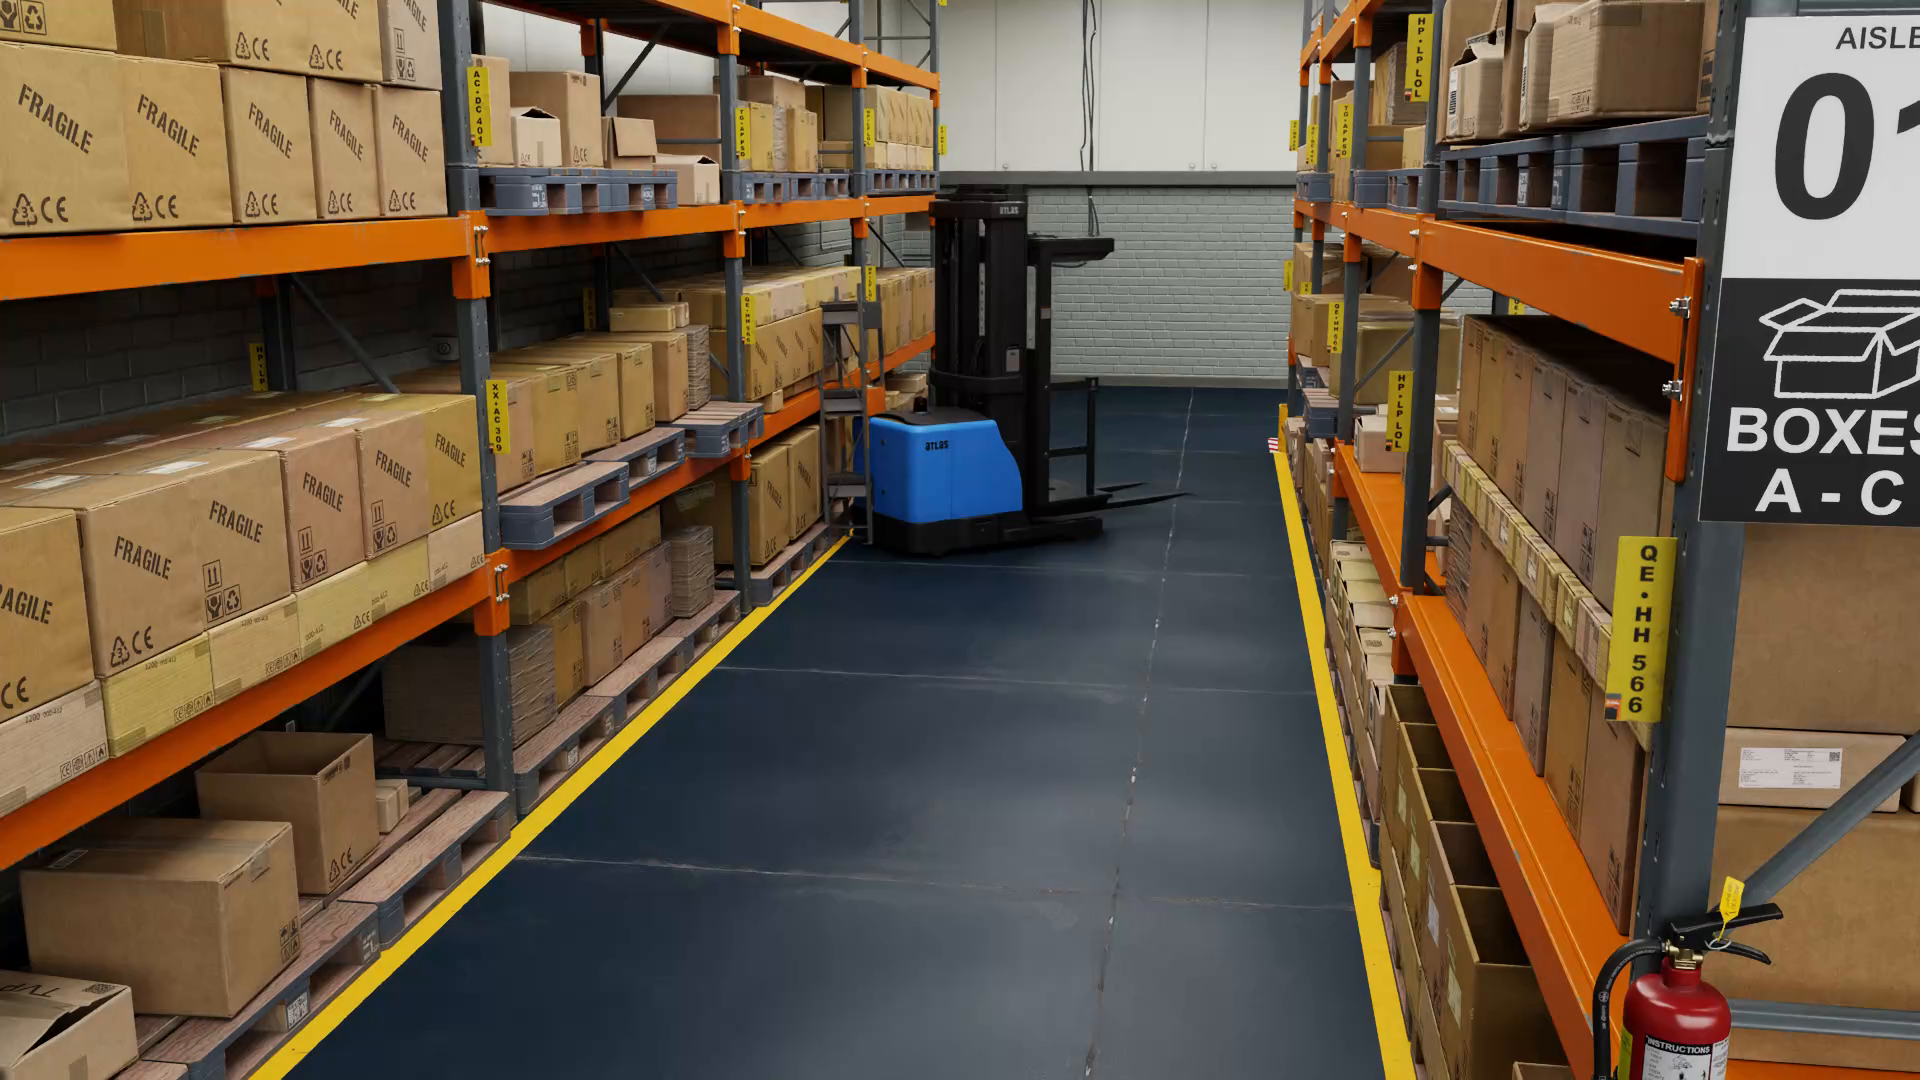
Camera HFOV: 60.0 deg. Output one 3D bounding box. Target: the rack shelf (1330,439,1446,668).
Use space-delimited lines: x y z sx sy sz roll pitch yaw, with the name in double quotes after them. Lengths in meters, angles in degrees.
2.624 -0.041 8.769 1.077 0.370 4.000 2 12 9 "rack shelf"

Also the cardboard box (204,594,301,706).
-2.575 0.350 5.559 0.500 0.250 0.500 2 12 9 "cardboard box"

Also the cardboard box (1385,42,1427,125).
3.005 -2.903 10.614 0.500 0.500 0.500 2 12 9 "cardboard box"

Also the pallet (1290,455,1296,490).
3.839 -0.676 16.628 1.003 0.211 1.213 2 12 9 "pallet"

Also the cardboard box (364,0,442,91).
-2.388 -2.036 6.544 0.500 0.500 0.500 1 12 4 "cardboard box"

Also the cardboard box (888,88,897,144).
-0.889 -4.061 15.940 0.500 0.500 0.500 2 12 7 "cardboard box"

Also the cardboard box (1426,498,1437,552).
2.270 -0.099 7.652 0.396 0.266 0.258 2 12 7 "cardboard box"

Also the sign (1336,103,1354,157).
2.396 -2.546 10.338 0.100 0.325 0.005 2 12 9 "sign"

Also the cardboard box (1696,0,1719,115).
1.794 -1.053 3.066 0.797 0.503 0.637 3 12 13 "cardboard box"

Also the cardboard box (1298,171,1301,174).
3.742 -3.665 17.113 0.500 0.250 0.500 2 12 9 "cardboard box"

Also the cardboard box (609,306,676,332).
-2.022 -1.409 10.590 0.380 0.149 0.250 0 12 -1 "cardboard box"

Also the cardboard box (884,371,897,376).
-0.921 -1.818 18.704 0.380 0.149 0.250 2 12 9 "cardboard box"

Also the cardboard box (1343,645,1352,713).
2.331 0.750 8.925 0.500 0.250 0.500 2 12 10 "cardboard box"

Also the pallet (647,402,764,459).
-1.968 -0.723 10.682 1.213 0.211 1.003 2 12 9 "pallet"

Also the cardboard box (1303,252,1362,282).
3.445 -2.399 15.396 0.500 0.500 0.500 2 12 8 "cardboard box"

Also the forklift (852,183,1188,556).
0.605 -1.518 14.078 3.031 2.935 1.130 -8 15 -33 "forklift"

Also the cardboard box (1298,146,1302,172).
3.742 -3.909 17.061 0.500 0.250 0.500 2 12 9 "cardboard box"

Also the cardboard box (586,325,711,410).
-2.026 -1.134 10.854 0.700 0.500 0.500 0 12 2 "cardboard box"

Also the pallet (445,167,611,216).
-2.379 -1.635 7.787 1.213 0.211 1.003 2 12 9 "pallet"

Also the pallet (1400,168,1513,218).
2.439 -1.533 7.319 0.805 0.209 1.217 1 12 6 "pallet"

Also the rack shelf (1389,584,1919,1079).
2.009 0.792 4.905 1.077 0.370 4.000 2 12 9 "rack shelf"

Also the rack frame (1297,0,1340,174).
4.162 -5.407 17.720 1.000 3.000 0.127 2 12 9 "rack frame"

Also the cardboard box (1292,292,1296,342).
3.759 -2.331 17.454 0.500 0.500 0.500 2 12 8 "cardboard box"

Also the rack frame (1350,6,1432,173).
2.932 -3.741 9.993 1.000 3.000 0.127 2 12 9 "rack frame"

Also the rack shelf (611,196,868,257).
-1.656 -2.499 13.058 1.077 0.370 4.000 2 12 9 "rack shelf"

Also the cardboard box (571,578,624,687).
-2.334 0.503 9.426 0.700 0.500 0.500 2 12 9 "cardboard box"

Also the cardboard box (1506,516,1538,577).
1.849 0.030 4.955 0.380 0.149 0.250 2 12 8 "cardboard box"

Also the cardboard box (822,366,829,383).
-1.306 -1.397 13.904 0.380 0.149 0.250 2 12 9 "cardboard box"

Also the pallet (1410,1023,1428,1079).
1.968 1.806 5.111 1.003 0.211 1.213 2 12 9 "pallet"

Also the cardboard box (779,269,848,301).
-1.256 -2.160 14.125 0.500 0.250 0.500 2 12 10 "cardboard box"

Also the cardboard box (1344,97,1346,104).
3.316 -3.168 12.983 0.600 0.600 0.600 2 12 8 "cardboard box"

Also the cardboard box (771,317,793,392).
-1.546 -1.374 12.257 0.500 0.500 0.500 2 12 11 "cardboard box"

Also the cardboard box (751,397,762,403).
-1.637 -0.968 11.916 0.380 0.149 0.250 2 12 9 "cardboard box"

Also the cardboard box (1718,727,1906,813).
1.572 0.405 3.217 0.380 0.149 0.250 2 12 8 "cardboard box"

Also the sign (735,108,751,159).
-1.428 -2.669 10.912 0.100 0.325 0.005 2 12 9 "sign"

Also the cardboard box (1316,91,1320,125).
3.798 -4.060 15.984 0.700 0.500 0.500 2 12 9 "cardboard box"

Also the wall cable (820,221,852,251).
-1.471 -3.427 20.366 0.084 1.984 1.851 2 12 9 "wall cable"

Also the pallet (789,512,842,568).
-1.578 -0.020 13.585 1.003 0.211 1.213 2 12 9 "pallet"

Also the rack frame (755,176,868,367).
-1.348 -1.801 15.230 1.000 3.000 0.127 2 12 9 "rack frame"

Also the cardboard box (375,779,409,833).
-2.631 1.147 7.233 0.380 0.166 0.250 0 12 1 "cardboard box"

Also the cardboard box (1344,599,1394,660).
2.329 0.478 8.852 0.500 0.311 0.500 2 12 8 "cardboard box"

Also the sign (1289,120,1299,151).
3.626 -4.385 18.026 0.100 0.325 0.005 2 12 9 "sign"

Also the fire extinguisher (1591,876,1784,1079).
1.224 0.904 2.861 0.296 0.674 0.183 2 12 9 "fire extinguisher"

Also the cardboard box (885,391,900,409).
-0.819 -1.428 16.895 0.380 0.149 0.250 2 12 7 "cardboard box"

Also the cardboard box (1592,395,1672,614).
1.869 -0.044 3.759 0.700 0.500 0.500 2 12 7 "cardboard box"

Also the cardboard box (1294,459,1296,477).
3.353 -0.670 15.707 0.380 0.149 0.250 2 12 9 "cardboard box"

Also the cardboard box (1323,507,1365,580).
2.844 -0.004 11.781 0.500 0.500 0.500 2 12 11 "cardboard box"

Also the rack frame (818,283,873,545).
-0.942 -1.004 13.430 0.400 2.100 0.015 0 7 16 "rack frame"

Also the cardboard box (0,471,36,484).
-3.169 0.077 5.046 0.500 0.500 0.500 2 12 7 "cardboard box"

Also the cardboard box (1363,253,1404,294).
3.976 -2.375 15.284 0.500 0.500 0.500 1 12 7 "cardboard box"

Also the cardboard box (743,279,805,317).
-1.484 -1.841 12.646 0.500 0.250 0.500 2 12 9 "cardboard box"

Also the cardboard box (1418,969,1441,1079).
1.711 1.562 5.156 0.500 0.250 0.500 2 12 9 "cardboard box"

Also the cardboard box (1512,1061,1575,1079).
1.490 1.508 3.627 0.500 0.500 0.500 2 12 9 "cardboard box"

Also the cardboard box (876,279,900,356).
-1.131 -2.212 16.424 0.980 0.700 0.700 2 12 7 "cardboard box"

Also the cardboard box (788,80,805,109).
-1.613 -3.719 13.948 0.500 0.250 0.500 3 12 13 "cardboard box"

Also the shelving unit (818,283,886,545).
-0.877 -1.036 13.663 0.431 2.100 0.503 0 7 16 "shelving unit"

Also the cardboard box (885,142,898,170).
-0.889 -3.689 15.993 0.500 0.250 0.500 2 12 7 "cardboard box"

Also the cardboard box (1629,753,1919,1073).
1.786 0.711 3.336 0.700 0.500 0.500 2 12 9 "cardboard box"
